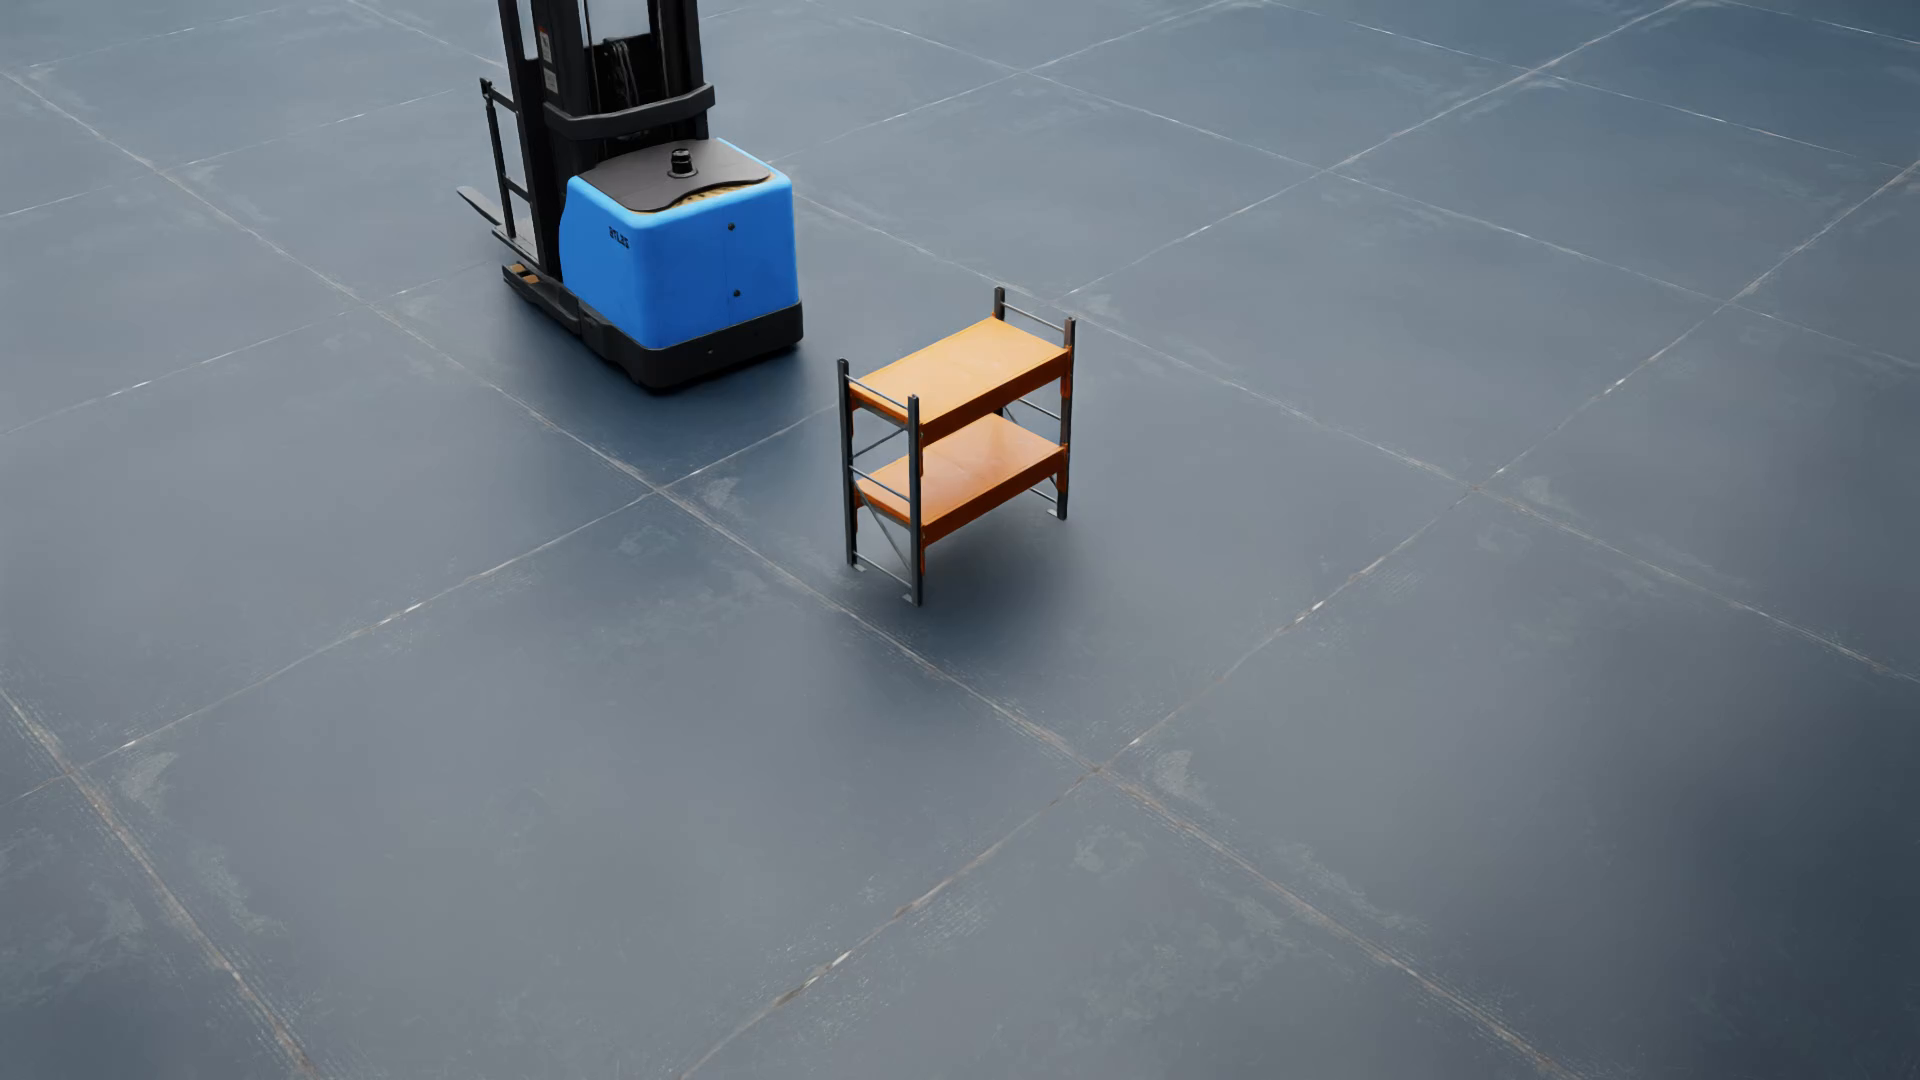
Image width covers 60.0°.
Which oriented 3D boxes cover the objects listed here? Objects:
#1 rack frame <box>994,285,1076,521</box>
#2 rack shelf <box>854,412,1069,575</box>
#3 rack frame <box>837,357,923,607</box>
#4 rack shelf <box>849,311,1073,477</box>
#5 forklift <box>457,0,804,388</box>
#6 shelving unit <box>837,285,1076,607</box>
[{"bbox_3d":[0.353,-0.665,8.220,0.500,1.125,0.032,30,45,35],"label":"rack frame"},{"bbox_3d":[-0.005,-0.258,8.064,0.538,0.278,1.000,30,45,35],"label":"rack shelf"},{"bbox_3d":[-0.363,-0.252,7.628,0.500,1.125,0.032,30,45,35],"label":"rack frame"},{"bbox_3d":[-0.005,-0.699,7.757,0.538,0.278,1.000,30,45,35],"label":"rack shelf"},{"bbox_3d":[-2.226,-2.843,9.764,1.130,2.935,3.031,-24,41,-30],"label":"forklift"},{"bbox_3d":[-0.005,-0.459,7.924,0.538,1.125,1.048,30,45,35],"label":"shelving unit"}]
